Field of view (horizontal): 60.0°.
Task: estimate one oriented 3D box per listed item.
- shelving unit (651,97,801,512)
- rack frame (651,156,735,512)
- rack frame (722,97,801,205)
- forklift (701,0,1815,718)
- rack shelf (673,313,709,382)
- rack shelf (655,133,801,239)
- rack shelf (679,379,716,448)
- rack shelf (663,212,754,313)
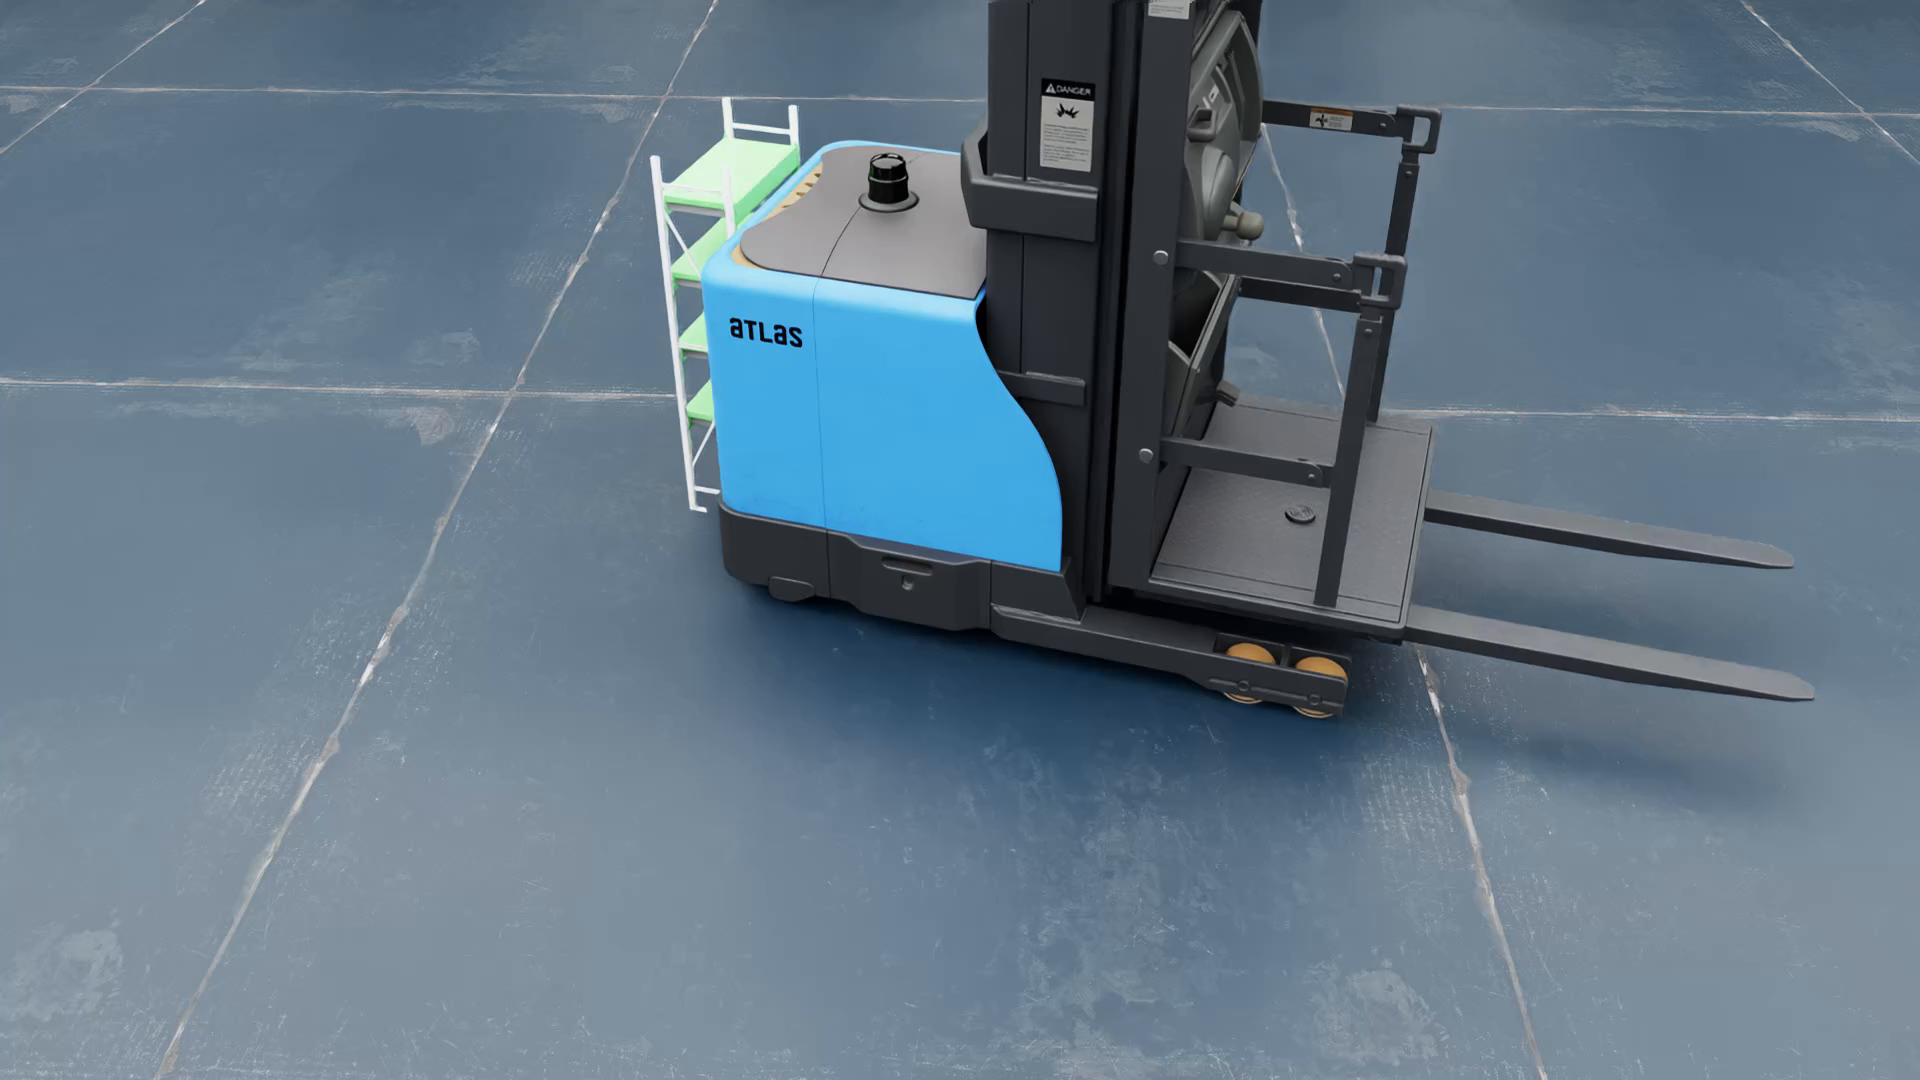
[{"bbox_3d":[-0.684,-0.707,5.212,0.258,1.200,0.503,10,36,14],"label":"shelving unit"},{"bbox_3d":[-0.759,-0.573,5.022,0.240,1.200,0.015,10,36,14],"label":"rack frame"},{"bbox_3d":[-0.610,-0.840,5.402,0.240,1.200,0.015,10,36,14],"label":"rack frame"},{"bbox_3d":[0.862,-1.056,4.203,3.031,2.935,1.130,10,36,14],"label":"forklift"},{"bbox_3d":[-0.684,-0.654,5.248,0.258,0.148,0.480,10,36,14],"label":"rack shelf"},{"bbox_3d":[-0.684,-1.047,4.972,0.258,0.148,0.480,10,36,14],"label":"rack shelf"},{"bbox_3d":[-0.684,-0.458,5.386,0.258,0.148,0.480,10,36,14],"label":"rack shelf"},{"bbox_3d":[-0.684,-0.851,5.110,0.258,0.148,0.480,10,36,14],"label":"rack shelf"}]
